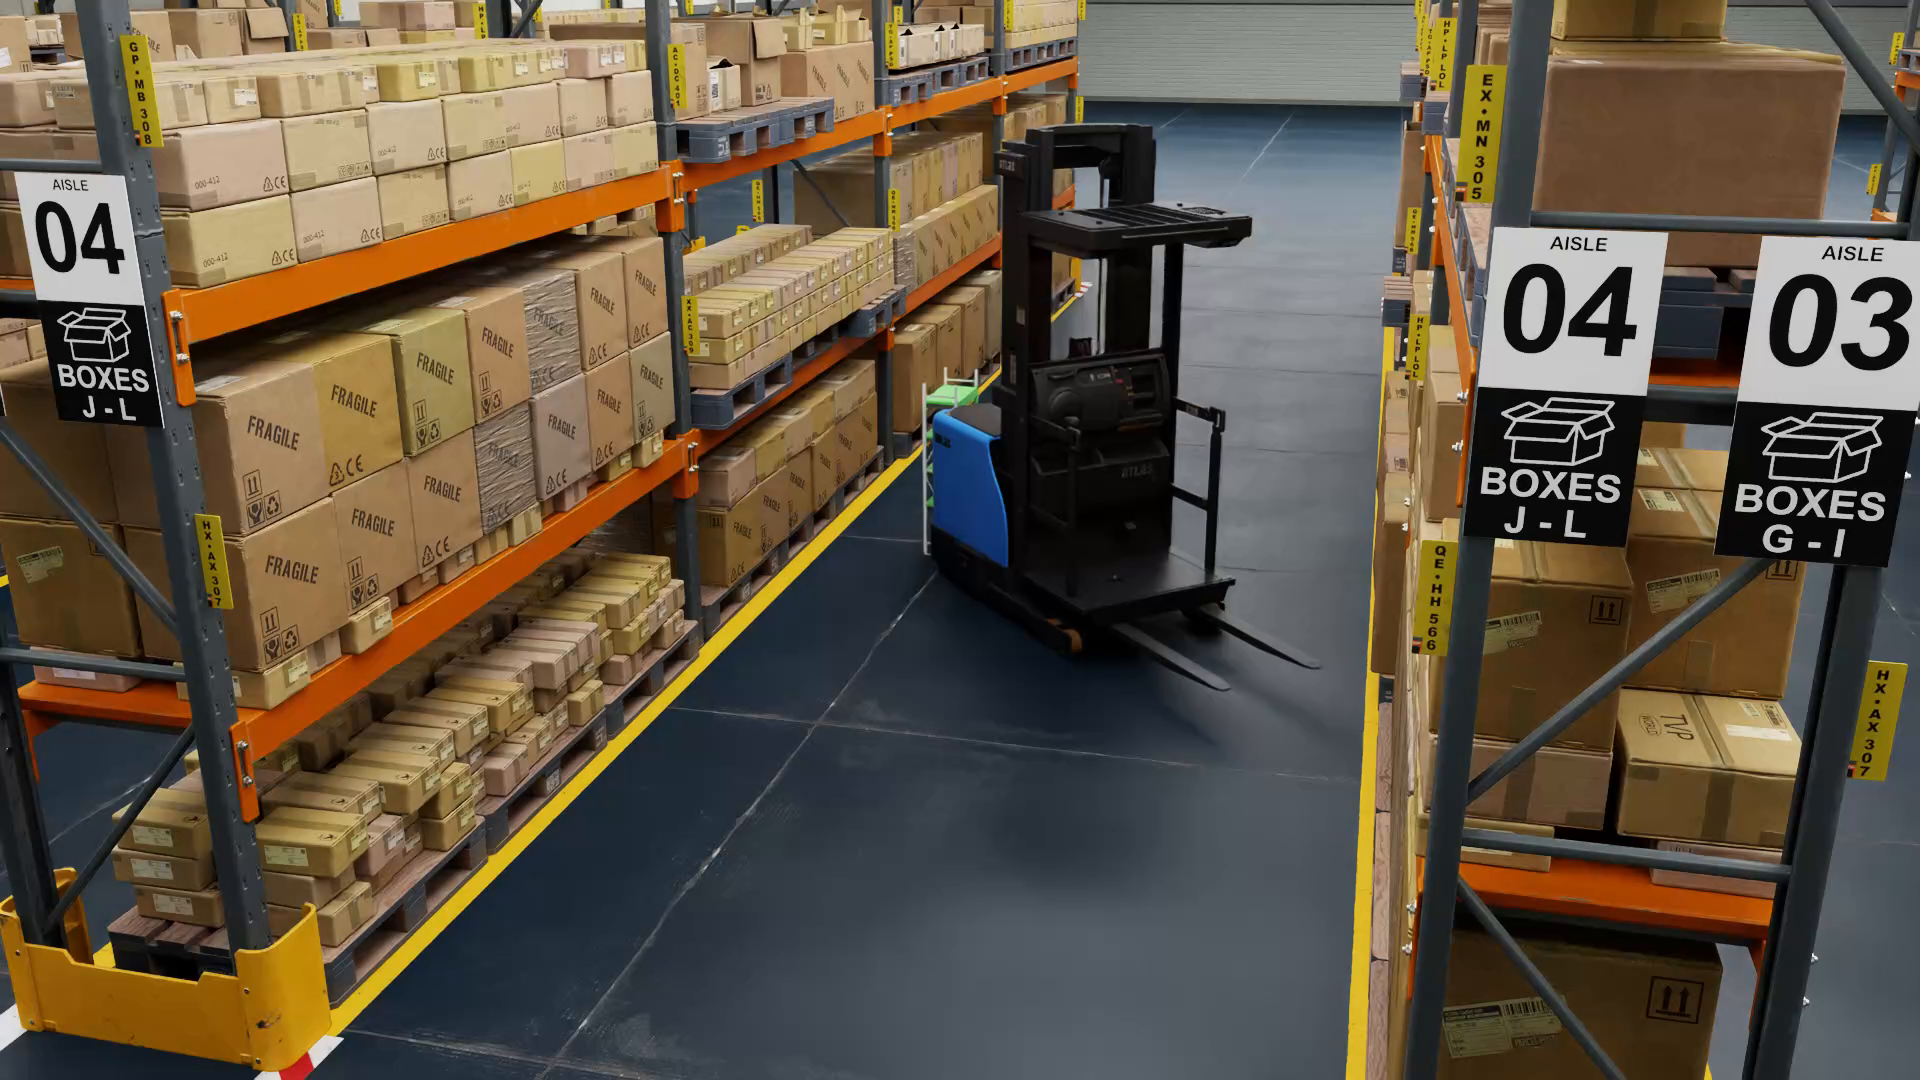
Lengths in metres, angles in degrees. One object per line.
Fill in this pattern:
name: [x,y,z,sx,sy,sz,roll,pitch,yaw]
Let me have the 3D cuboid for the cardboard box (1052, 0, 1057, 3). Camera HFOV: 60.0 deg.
cardboard box: [0.852,-5.968,18.230,0.380,0.149,0.250,4,19,13]

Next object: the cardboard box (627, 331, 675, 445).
cardboard box: [-1.860,-0.828,8.856,0.500,0.500,0.500,5,19,13]

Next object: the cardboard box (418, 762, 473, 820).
cardboard box: [-2.353,1.069,7.219,0.380,0.149,0.250,5,20,15]

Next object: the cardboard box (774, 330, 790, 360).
cardboard box: [-1.284,-1.225,10.372,0.380,0.149,0.250,5,19,14]

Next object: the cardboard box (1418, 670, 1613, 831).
cardboard box: [1.653,0.621,5.002,0.500,0.250,0.500,4,19,13]

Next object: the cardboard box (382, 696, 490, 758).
cardboard box: [-2.342,0.836,7.439,0.380,0.149,0.250,5,20,16]

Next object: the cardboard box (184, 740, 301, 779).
cardboard box: [-3.053,0.957,7.084,0.380,0.149,0.250,4,19,12]

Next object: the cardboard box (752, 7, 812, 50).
cardboard box: [-1.180,-3.344,10.859,0.396,0.266,0.258,5,19,13]

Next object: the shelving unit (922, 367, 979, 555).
shelving unit: [-0.063,-0.536,11.400,0.258,1.200,0.503,5,20,15]

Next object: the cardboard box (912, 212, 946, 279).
cardboard box: [-0.422,-2.552,14.363,0.500,0.500,0.500,5,19,13]

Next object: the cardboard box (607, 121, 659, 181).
cardboard box: [-1.874,-1.987,8.456,0.500,0.250,0.500,5,20,15]

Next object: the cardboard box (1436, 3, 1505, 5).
cardboard box: [3.871,-3.832,12.698,0.500,0.500,0.500,5,19,14]

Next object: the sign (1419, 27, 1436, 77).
sign: [3.221,-3.352,11.419,0.100,0.325,0.005,5,19,13]

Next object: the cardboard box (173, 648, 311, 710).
cardboard box: [-2.596,0.483,6.021,0.380,0.149,0.250,4,19,13]

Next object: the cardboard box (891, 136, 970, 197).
cardboard box: [-0.301,-3.524,15.663,0.700,0.500,0.500,4,19,12]

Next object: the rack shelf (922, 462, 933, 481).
rack shelf: [-0.063,-0.475,11.420,0.258,0.148,0.480,5,20,15]

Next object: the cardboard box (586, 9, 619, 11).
cardboard box: [-4.360,-6.363,20.191,0.380,0.149,0.250,5,19,13]

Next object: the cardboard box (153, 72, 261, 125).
cardboard box: [-2.614,-1.496,5.627,0.380,0.149,0.250,5,20,16]

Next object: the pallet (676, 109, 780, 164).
pallet: [-1.762,-2.329,9.517,1.213,0.211,1.003,5,19,13]

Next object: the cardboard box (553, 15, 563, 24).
cardboard box: [-4.457,-5.515,17.708,0.380,0.149,0.250,5,20,15]

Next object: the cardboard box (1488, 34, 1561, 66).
cardboard box: [2.235,-1.532,5.934,0.700,0.500,0.500,6,20,16]

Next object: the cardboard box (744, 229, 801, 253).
cardboard box: [-1.403,-2.215,12.350,0.380,0.149,0.250,4,19,12]

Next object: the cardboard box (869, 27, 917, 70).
cardboard box: [-0.649,-3.900,13.159,0.500,0.311,0.500,5,19,13]

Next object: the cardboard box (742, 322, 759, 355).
cardboard box: [-1.412,-1.203,9.847,0.380,0.149,0.250,4,19,12]

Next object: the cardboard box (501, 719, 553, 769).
cardboard box: [-2.190,0.965,7.981,0.380,0.149,0.250,5,19,13]

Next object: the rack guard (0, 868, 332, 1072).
rack guard: [-2.975,1.599,6.233,1.175,0.500,0.348,5,19,13]

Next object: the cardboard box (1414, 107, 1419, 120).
cardboard box: [4.936,-4.192,17.157,0.500,0.500,0.500,5,19,13]

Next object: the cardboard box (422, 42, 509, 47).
cardboard box: [-2.427,-2.350,8.127,0.380,0.149,0.250,4,19,13]

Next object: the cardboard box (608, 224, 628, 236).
cardboard box: [-4.232,-3.428,19.526,0.500,0.500,0.500,6,20,16]

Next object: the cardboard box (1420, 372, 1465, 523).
cardboard box: [2.154,-0.368,6.736,0.500,0.500,0.500,4,19,12]

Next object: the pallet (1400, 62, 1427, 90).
pallet: [4.469,-4.043,14.535,1.213,0.211,1.003,5,19,13]

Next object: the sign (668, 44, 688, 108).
sign: [-1.488,-2.437,8.743,0.100,0.325,0.005,5,19,13]

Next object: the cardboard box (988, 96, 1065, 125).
cardboard box: [0.743,-4.864,19.385,0.875,0.550,0.550,5,19,13]

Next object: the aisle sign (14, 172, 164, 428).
aisle sign: [-2.720,-0.744,5.202,0.394,0.787,0.004,5,19,13]

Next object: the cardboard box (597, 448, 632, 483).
cardboard box: [-1.939,-0.418,8.661,0.380,0.149,0.250,5,20,16]

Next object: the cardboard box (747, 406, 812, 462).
cardboard box: [-1.323,-0.722,11.218,0.500,0.250,0.500,5,20,15]

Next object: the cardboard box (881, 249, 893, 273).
cardboard box: [-0.718,-2.097,12.466,0.380,0.149,0.250,5,20,15]

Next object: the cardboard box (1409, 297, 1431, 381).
cardboard box: [3.118,-1.238,10.516,0.500,0.500,0.500,4,19,12]

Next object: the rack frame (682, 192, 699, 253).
rack frame: [-3.909,-4.934,21.493,1.000,3.000,0.127,5,19,13]

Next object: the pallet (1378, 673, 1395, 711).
pallet: [2.884,0.681,9.366,1.003,0.211,1.213,5,19,13]

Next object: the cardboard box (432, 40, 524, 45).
cardboard box: [-2.421,-2.433,8.370,0.380,0.149,0.250,4,19,11]

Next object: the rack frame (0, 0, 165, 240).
rack frame: [-2.993,-2.399,4.789,1.000,3.000,0.127,5,19,13]

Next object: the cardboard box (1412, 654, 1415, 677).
cardboard box: [1.870,0.443,6.139,0.380,0.149,0.250,5,19,14]

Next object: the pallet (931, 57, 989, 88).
pallet: [-0.238,-4.359,15.464,0.805,0.209,1.217,4,19,11]

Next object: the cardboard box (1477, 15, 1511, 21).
cardboard box: [3.667,-3.114,10.715,0.797,0.503,0.637,6,20,17]

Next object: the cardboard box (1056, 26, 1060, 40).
cardboard box: [0.915,-5.672,18.595,0.380,0.149,0.250,4,19,13]

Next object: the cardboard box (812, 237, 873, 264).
cardboard box: [-0.841,-2.078,11.951,0.380,0.149,0.250,5,20,15]

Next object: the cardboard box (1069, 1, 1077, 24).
cardboard box: [1.067,-6.135,19.335,0.500,0.250,0.500,5,19,14]

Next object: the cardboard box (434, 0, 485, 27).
cardboard box: [-4.904,-5.273,16.652,0.500,0.250,0.500,5,20,15]

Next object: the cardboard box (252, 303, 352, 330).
cardboard box: [-2.881,-0.707,6.955,0.500,0.500,0.500,6,20,16]

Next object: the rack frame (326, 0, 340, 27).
rack frame: [-8.723,-8.164,21.667,1.000,3.000,0.127,5,19,13]

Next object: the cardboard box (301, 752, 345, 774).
cardboard box: [-2.850,1.022,7.354,0.380,0.149,0.250,4,19,13]

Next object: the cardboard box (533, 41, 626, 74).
cardboard box: [-1.882,-2.384,8.228,0.380,0.149,0.250,5,20,15]

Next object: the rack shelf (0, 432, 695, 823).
rack shelf: [-2.505,0.154,7.710,1.077,0.370,4.000,5,19,13]

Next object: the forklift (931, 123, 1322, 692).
forklift: [0.947,-0.870,9.701,1.130,2.935,3.031,-10,21,-27]
